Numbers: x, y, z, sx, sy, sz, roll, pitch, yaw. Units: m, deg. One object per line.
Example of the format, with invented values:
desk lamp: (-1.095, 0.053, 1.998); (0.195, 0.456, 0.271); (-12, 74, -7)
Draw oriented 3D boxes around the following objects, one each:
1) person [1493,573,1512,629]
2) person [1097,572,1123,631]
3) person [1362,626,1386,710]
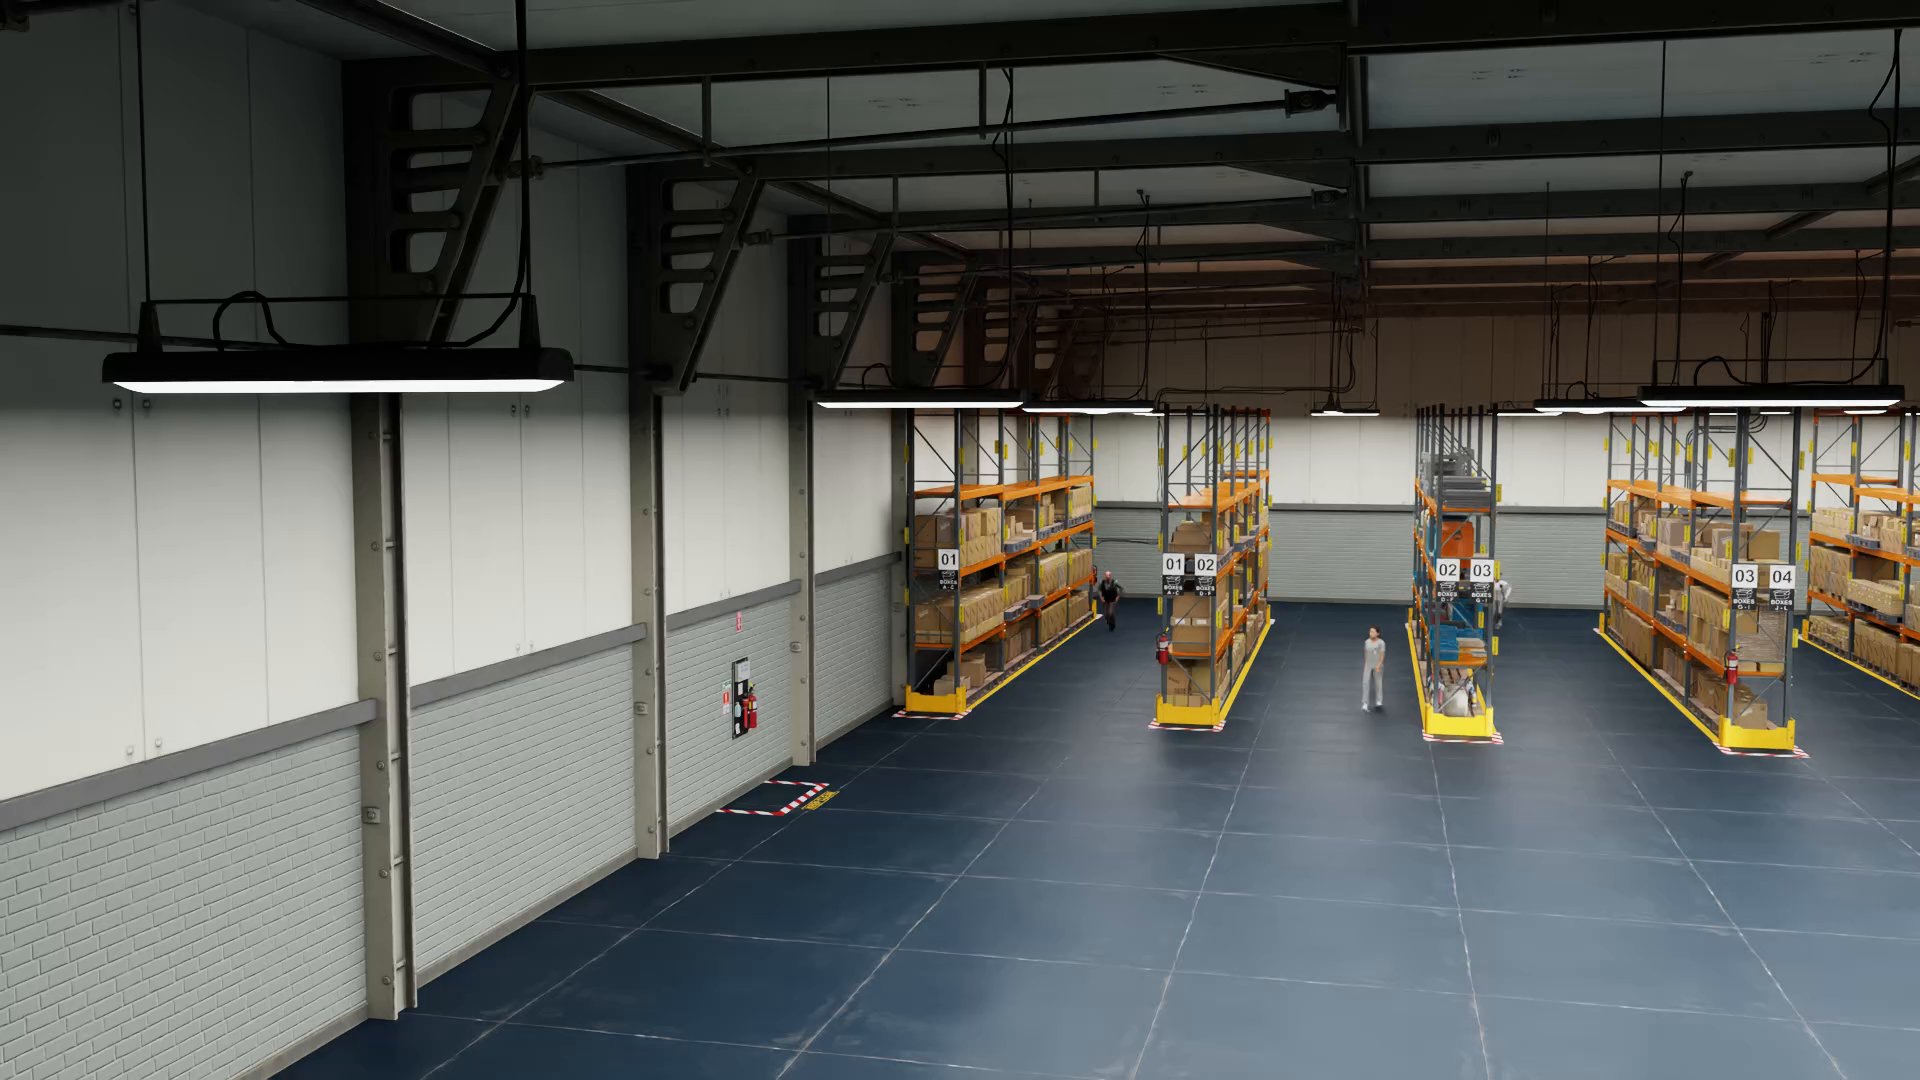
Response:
person: (14.662, 1.634, 45.274); (0.661, 1.598, 0.688); (2, 5, 23)
person: (4.049, 1.648, 44.798); (0.682, 1.631, 0.720); (2, 5, 23)
person: (8.161, 2.513, 32.784); (0.434, 1.594, 0.986); (2, 5, 25)
